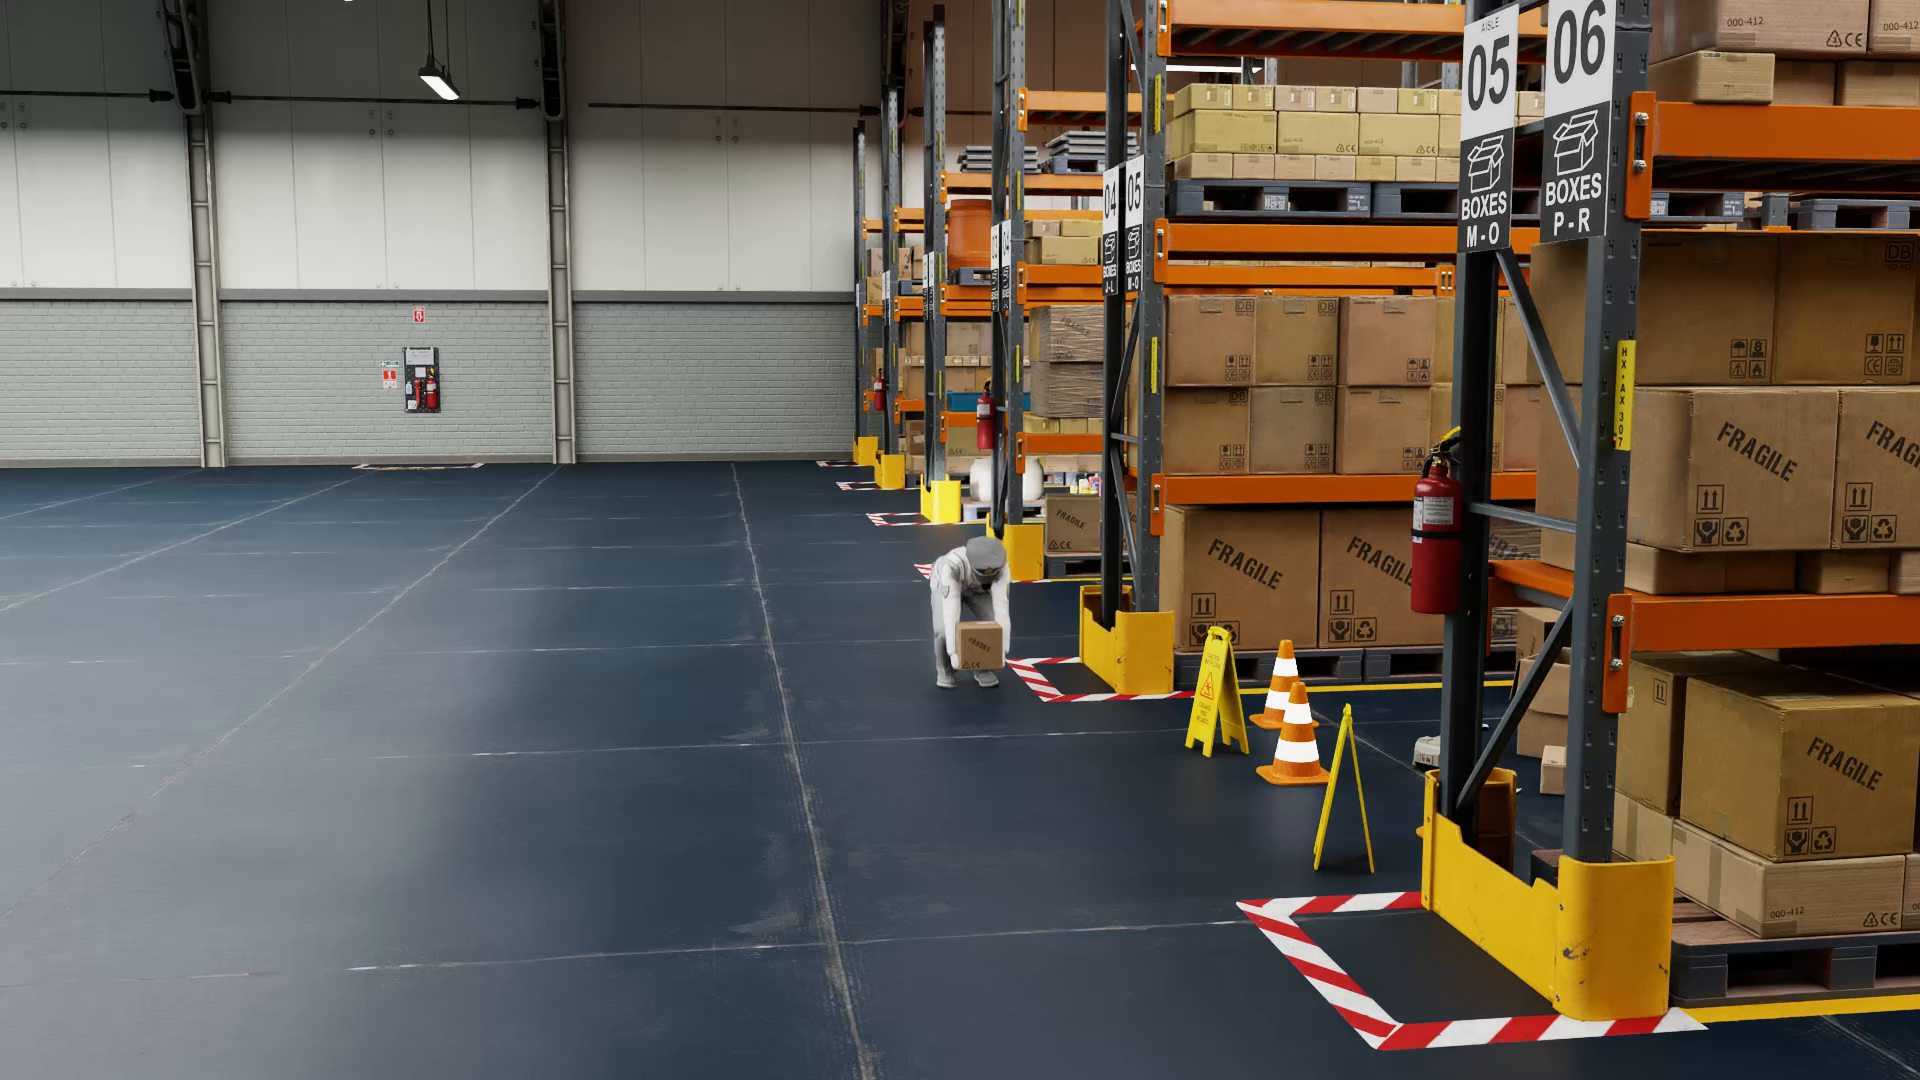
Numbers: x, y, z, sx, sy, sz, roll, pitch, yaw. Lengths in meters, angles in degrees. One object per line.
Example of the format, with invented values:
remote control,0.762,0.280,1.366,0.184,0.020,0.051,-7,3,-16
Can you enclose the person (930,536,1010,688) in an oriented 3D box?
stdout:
person,0.069,0.431,10.110,0.468,0.981,0.903,-1,7,-11
